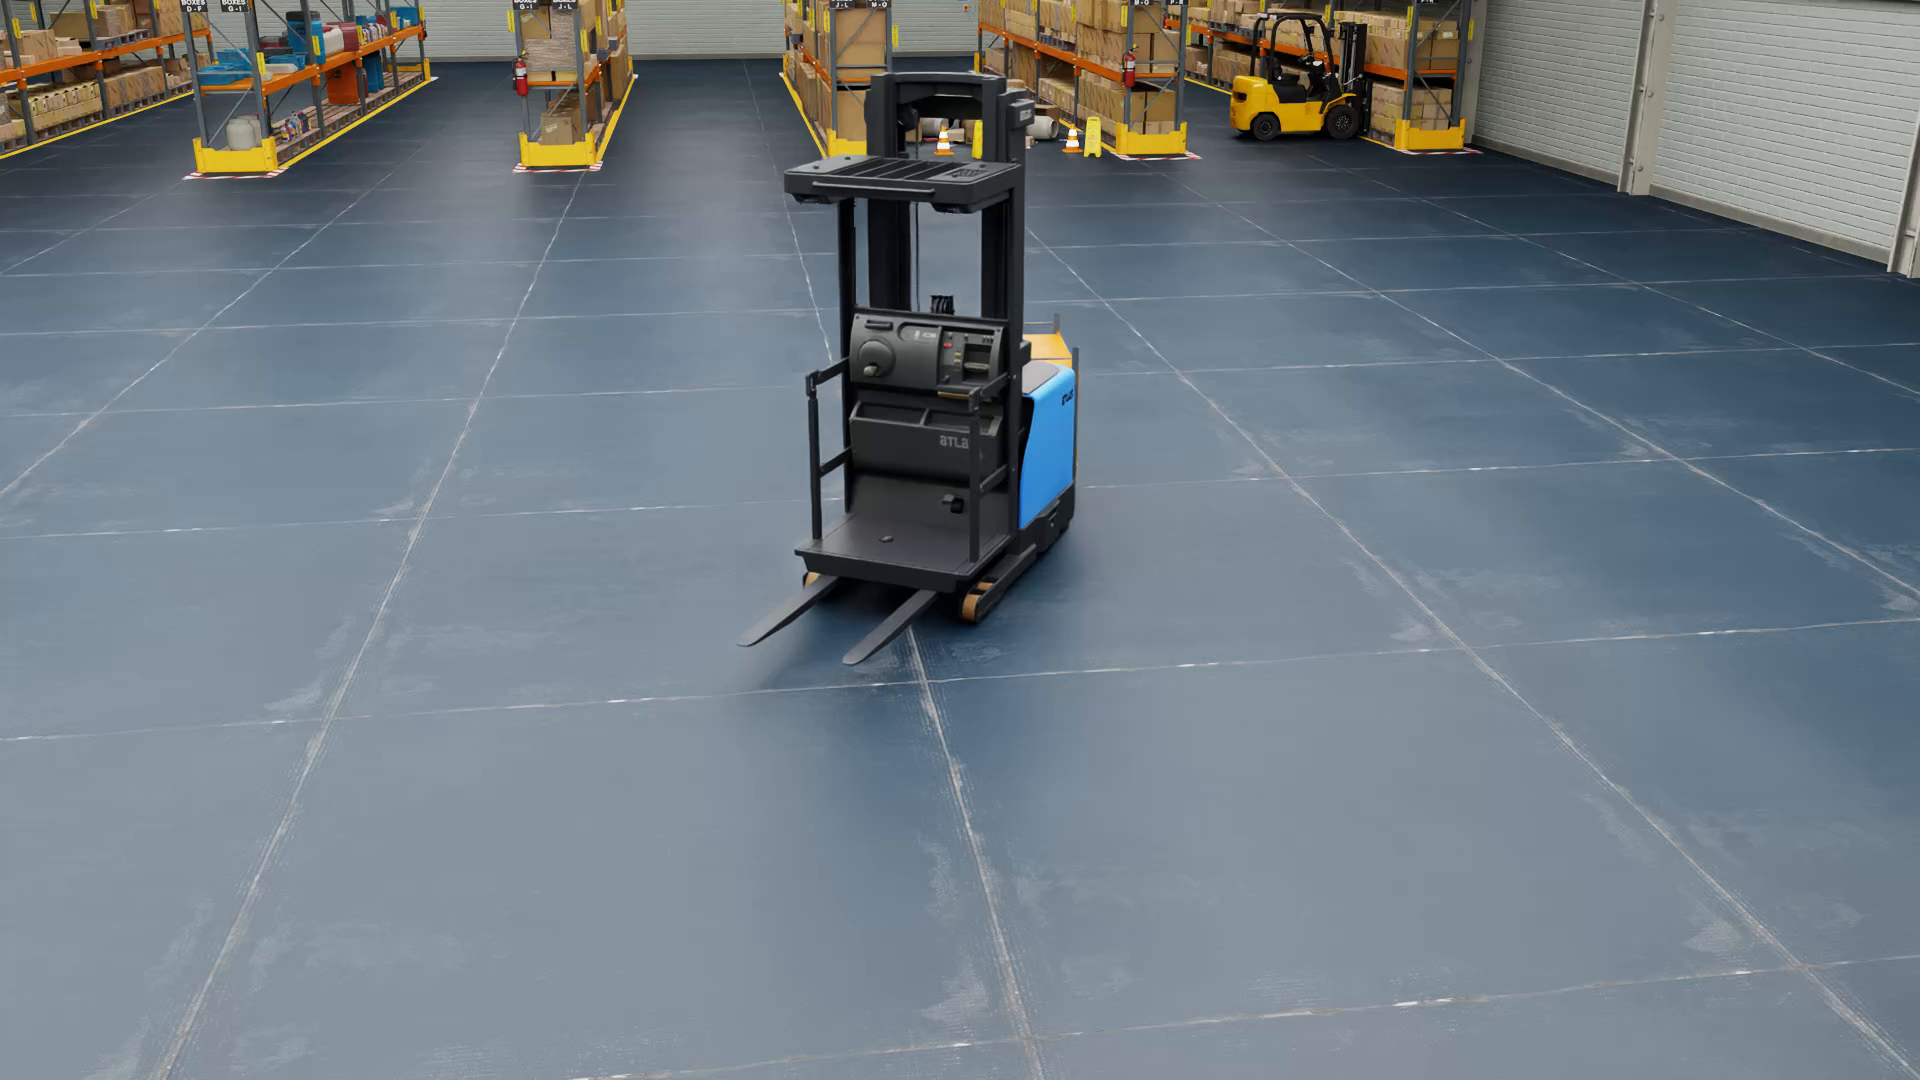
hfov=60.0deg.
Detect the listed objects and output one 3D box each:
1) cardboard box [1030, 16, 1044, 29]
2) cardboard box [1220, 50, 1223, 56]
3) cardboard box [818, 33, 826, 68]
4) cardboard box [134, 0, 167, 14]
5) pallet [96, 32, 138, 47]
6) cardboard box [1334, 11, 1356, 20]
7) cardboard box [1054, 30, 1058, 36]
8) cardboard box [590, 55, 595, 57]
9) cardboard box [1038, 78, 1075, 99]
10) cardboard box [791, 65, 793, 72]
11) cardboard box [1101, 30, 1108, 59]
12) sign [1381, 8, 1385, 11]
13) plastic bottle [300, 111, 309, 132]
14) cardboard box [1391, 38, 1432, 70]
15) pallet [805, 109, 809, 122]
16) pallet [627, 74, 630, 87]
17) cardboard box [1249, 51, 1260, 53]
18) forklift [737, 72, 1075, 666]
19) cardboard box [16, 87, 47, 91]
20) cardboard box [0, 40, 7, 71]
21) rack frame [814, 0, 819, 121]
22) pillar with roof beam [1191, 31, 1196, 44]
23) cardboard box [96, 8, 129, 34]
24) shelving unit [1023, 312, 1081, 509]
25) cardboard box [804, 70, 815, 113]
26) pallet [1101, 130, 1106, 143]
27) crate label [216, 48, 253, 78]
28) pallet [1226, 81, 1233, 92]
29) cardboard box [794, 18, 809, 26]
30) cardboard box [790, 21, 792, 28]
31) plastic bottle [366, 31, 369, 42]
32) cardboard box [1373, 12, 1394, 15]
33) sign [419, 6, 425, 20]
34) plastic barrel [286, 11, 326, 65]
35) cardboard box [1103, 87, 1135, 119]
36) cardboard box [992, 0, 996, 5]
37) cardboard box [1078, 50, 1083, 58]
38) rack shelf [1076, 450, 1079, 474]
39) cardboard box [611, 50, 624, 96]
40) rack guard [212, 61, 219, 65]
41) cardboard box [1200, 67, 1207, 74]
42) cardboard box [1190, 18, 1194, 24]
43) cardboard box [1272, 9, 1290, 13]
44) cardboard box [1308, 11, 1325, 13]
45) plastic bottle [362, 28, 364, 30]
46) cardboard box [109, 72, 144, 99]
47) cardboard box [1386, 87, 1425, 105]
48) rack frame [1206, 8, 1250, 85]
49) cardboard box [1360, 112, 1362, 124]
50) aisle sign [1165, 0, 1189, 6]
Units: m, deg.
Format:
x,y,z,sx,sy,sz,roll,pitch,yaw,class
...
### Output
x,y,z,sx,sy,sz,roll,pitch,yaw,class
1.802,-11.105,35.661,0.500,0.250,0.500,-3,21,-8,cardboard box
6.363,-11.523,39.325,0.380,0.149,0.250,-3,21,-9,cardboard box
-2.056,-8.677,29.448,0.875,0.550,0.550,-3,21,-8,cardboard box
-17.853,-11.865,36.626,0.500,0.500,0.500,-2,21,-6,cardboard box
-17.772,-10.371,34.471,1.003,0.211,1.213,-3,21,-8,pallet
7.363,-10.017,31.755,0.380,0.149,0.250,-2,21,-7,cardboard box
2.118,-10.371,33.955,0.380,0.149,0.250,-2,21,-5,cardboard box
-6.758,-8.637,29.913,0.380,0.149,0.250,-3,21,-8,cardboard box
2.195,-9.556,35.169,0.950,0.372,0.625,-4,21,-11,cardboard box
-3.805,-11.165,39.371,0.380,0.149,0.250,-4,21,-10,cardboard box
2.789,-8.723,29.217,0.500,0.500,0.500,-3,21,-8,cardboard box
8.160,-10.124,32.184,0.100,0.325,0.005,-3,21,-8,sign
-11.630,-7.408,29.421,0.144,0.351,0.185,-3,21,-9,plastic bottle
7.857,-8.472,28.969,0.500,0.500,0.500,-3,21,-9,cardboard box
-2.549,-8.497,33.164,1.003,0.211,1.213,-3,21,-8,pallet
-8.471,-11.055,40.014,1.003,0.211,1.213,-3,21,-8,pallet
6.932,-11.279,38.674,0.380,0.149,0.250,-2,21,-6,cardboard box
-0.278,-1.068,9.386,1.130,2.935,3.031,8,22,21,forklift
-17.547,-8.405,31.461,0.500,0.311,0.500,-3,21,-9,cardboard box
-16.840,-8.296,28.499,0.700,0.500,0.500,-3,21,-9,cardboard box
-2.184,-9.116,30.837,1.000,3.000,0.127,-3,21,-8,rack frame
2.124,-17.380,44.388,9.100,9.000,0.400,-3,21,-8,pillar with roof beam
-17.748,-10.808,34.623,0.700,0.500,0.500,-8,22,-21,cardboard box
0.495,-0.912,11.550,0.538,1.125,1.048,-1,21,-4,shelving unit
-2.498,-8.804,32.616,1.050,0.750,0.750,-3,21,-8,cardboard box
3.011,-7.441,30.336,1.003,0.211,1.213,-3,21,-8,pallet
-11.964,-7.907,27.548,0.502,0.435,0.616,-3,21,-8,crate label
6.792,-10.413,38.295,1.003,0.211,1.213,-3,21,-8,pallet
-3.283,-10.868,34.860,0.380,0.149,0.250,-2,21,-7,cardboard box
-3.509,-11.267,36.353,0.380,0.149,0.250,-4,21,-10,cardboard box
-12.483,-10.584,34.950,0.097,0.271,0.097,0,20,0,plastic bottle
8.003,-9.868,31.353,0.380,0.149,0.250,-3,21,-8,cardboard box
-13.196,-12.916,40.777,0.100,0.325,0.005,-3,21,-8,sign
-11.764,-9.035,29.904,0.600,0.901,0.708,-3,21,-8,plastic barrel
2.824,-7.721,29.359,0.500,0.500,0.500,-2,21,-6,cardboard box
1.057,-13.187,40.165,0.500,0.500,0.500,-3,21,-7,cardboard box
2.428,-9.158,31.308,0.380,0.149,0.250,-3,21,-8,cardboard box
0.495,-0.683,11.636,0.538,0.278,1.000,-1,21,-4,rack shelf
-7.883,-10.037,35.738,1.225,0.875,0.875,-3,21,-8,cardboard box
-18.629,-11.360,40.418,1.175,0.500,0.348,-3,21,-8,rack guard
6.087,-11.462,40.592,0.380,0.149,0.250,-4,21,-9,cardboard box
5.957,-12.938,41.428,0.380,0.149,0.250,-3,21,-8,cardboard box
6.829,-11.171,35.268,0.380,0.149,0.250,-2,21,-7,cardboard box
7.472,-10.932,34.630,0.380,0.149,0.250,-3,21,-8,cardboard box
-12.727,-10.800,35.529,0.097,0.271,0.097,0,20,0,plastic bottle
-17.498,-9.530,34.889,0.500,0.500,0.500,-4,21,-10,cardboard box
7.813,-7.789,29.183,0.500,0.250,0.500,-2,21,-6,cardboard box
6.458,-12.423,39.689,1.000,3.000,0.127,-3,21,-8,rack frame
7.585,-7.848,30.772,0.500,0.250,0.500,-2,21,-6,cardboard box
3.592,-9.228,27.421,0.394,0.787,0.004,-3,21,-8,aisle sign
